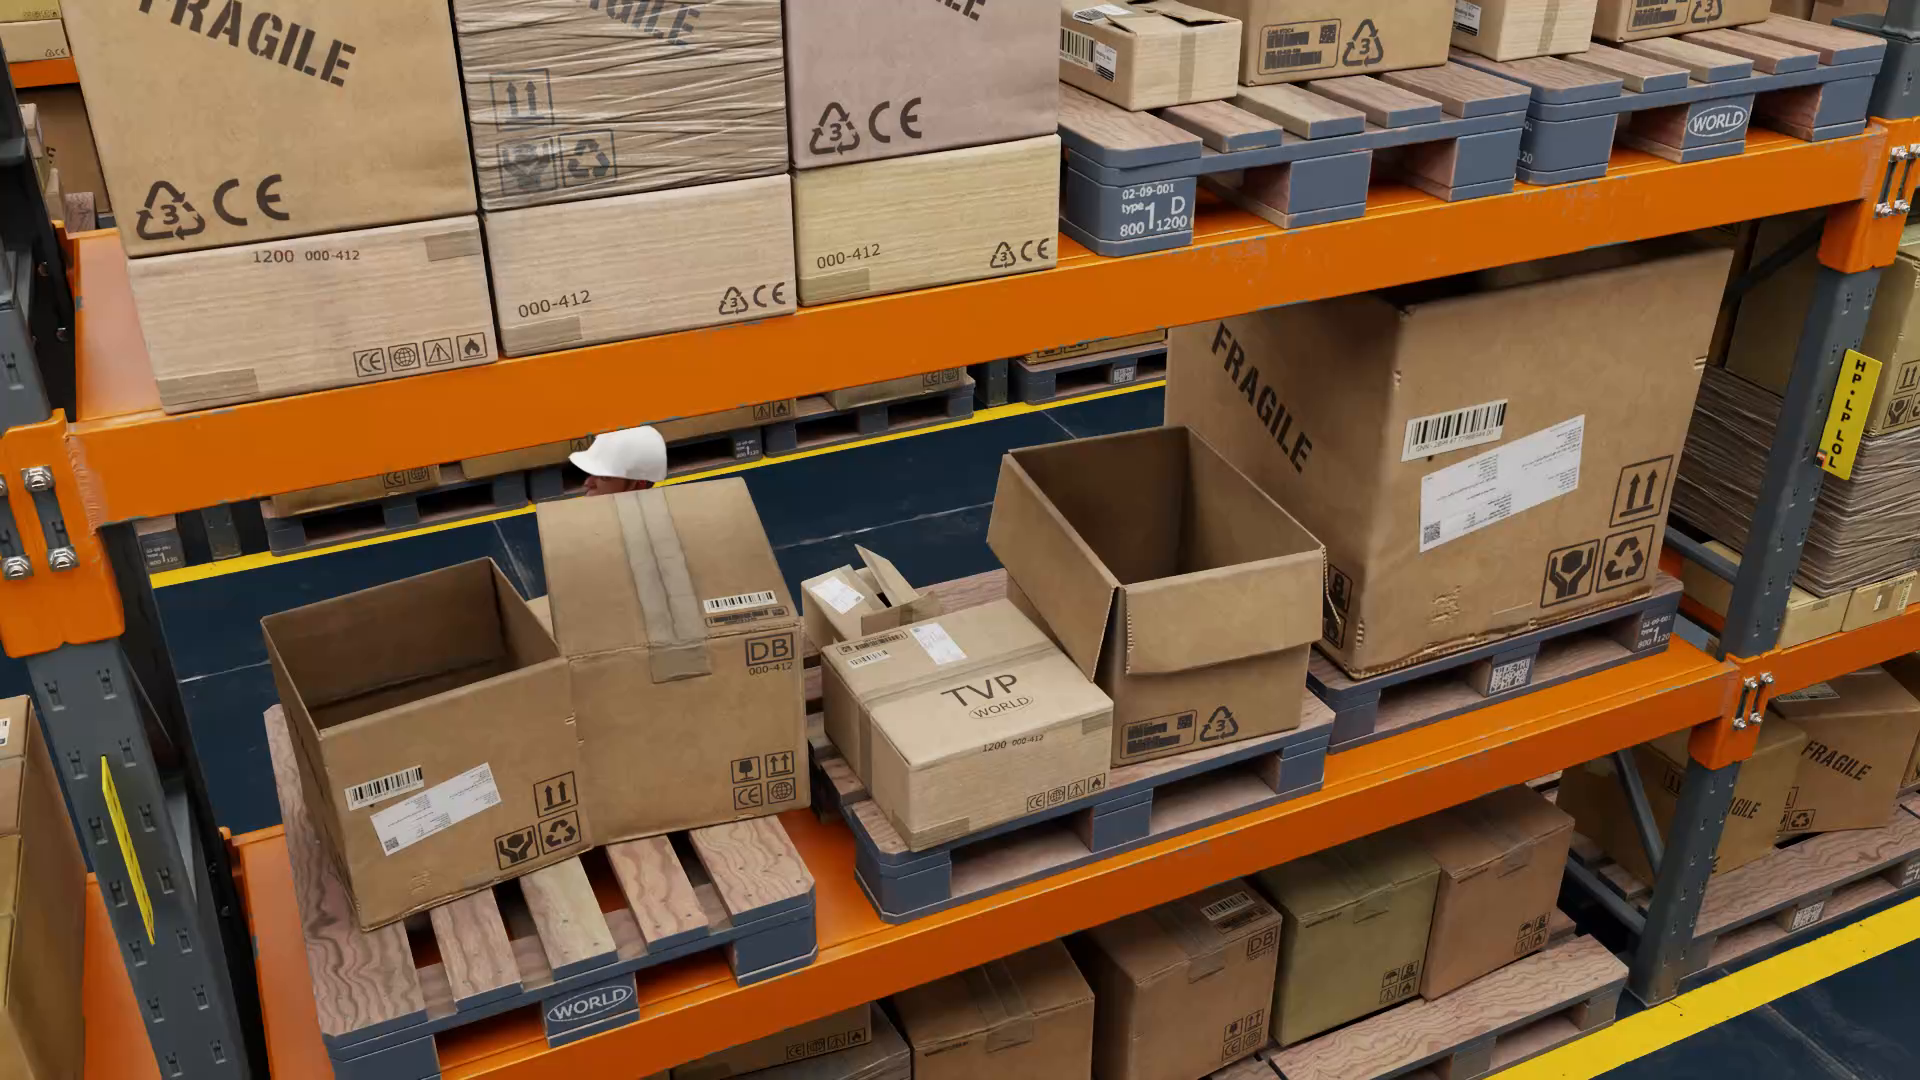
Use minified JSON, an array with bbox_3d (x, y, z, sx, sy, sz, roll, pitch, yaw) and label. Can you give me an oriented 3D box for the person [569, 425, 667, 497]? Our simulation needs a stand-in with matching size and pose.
[{"bbox_3d":[-1.142,0.452,5.301,0.554,1.762,0.494,-13,32,-21],"label":"person"}]
